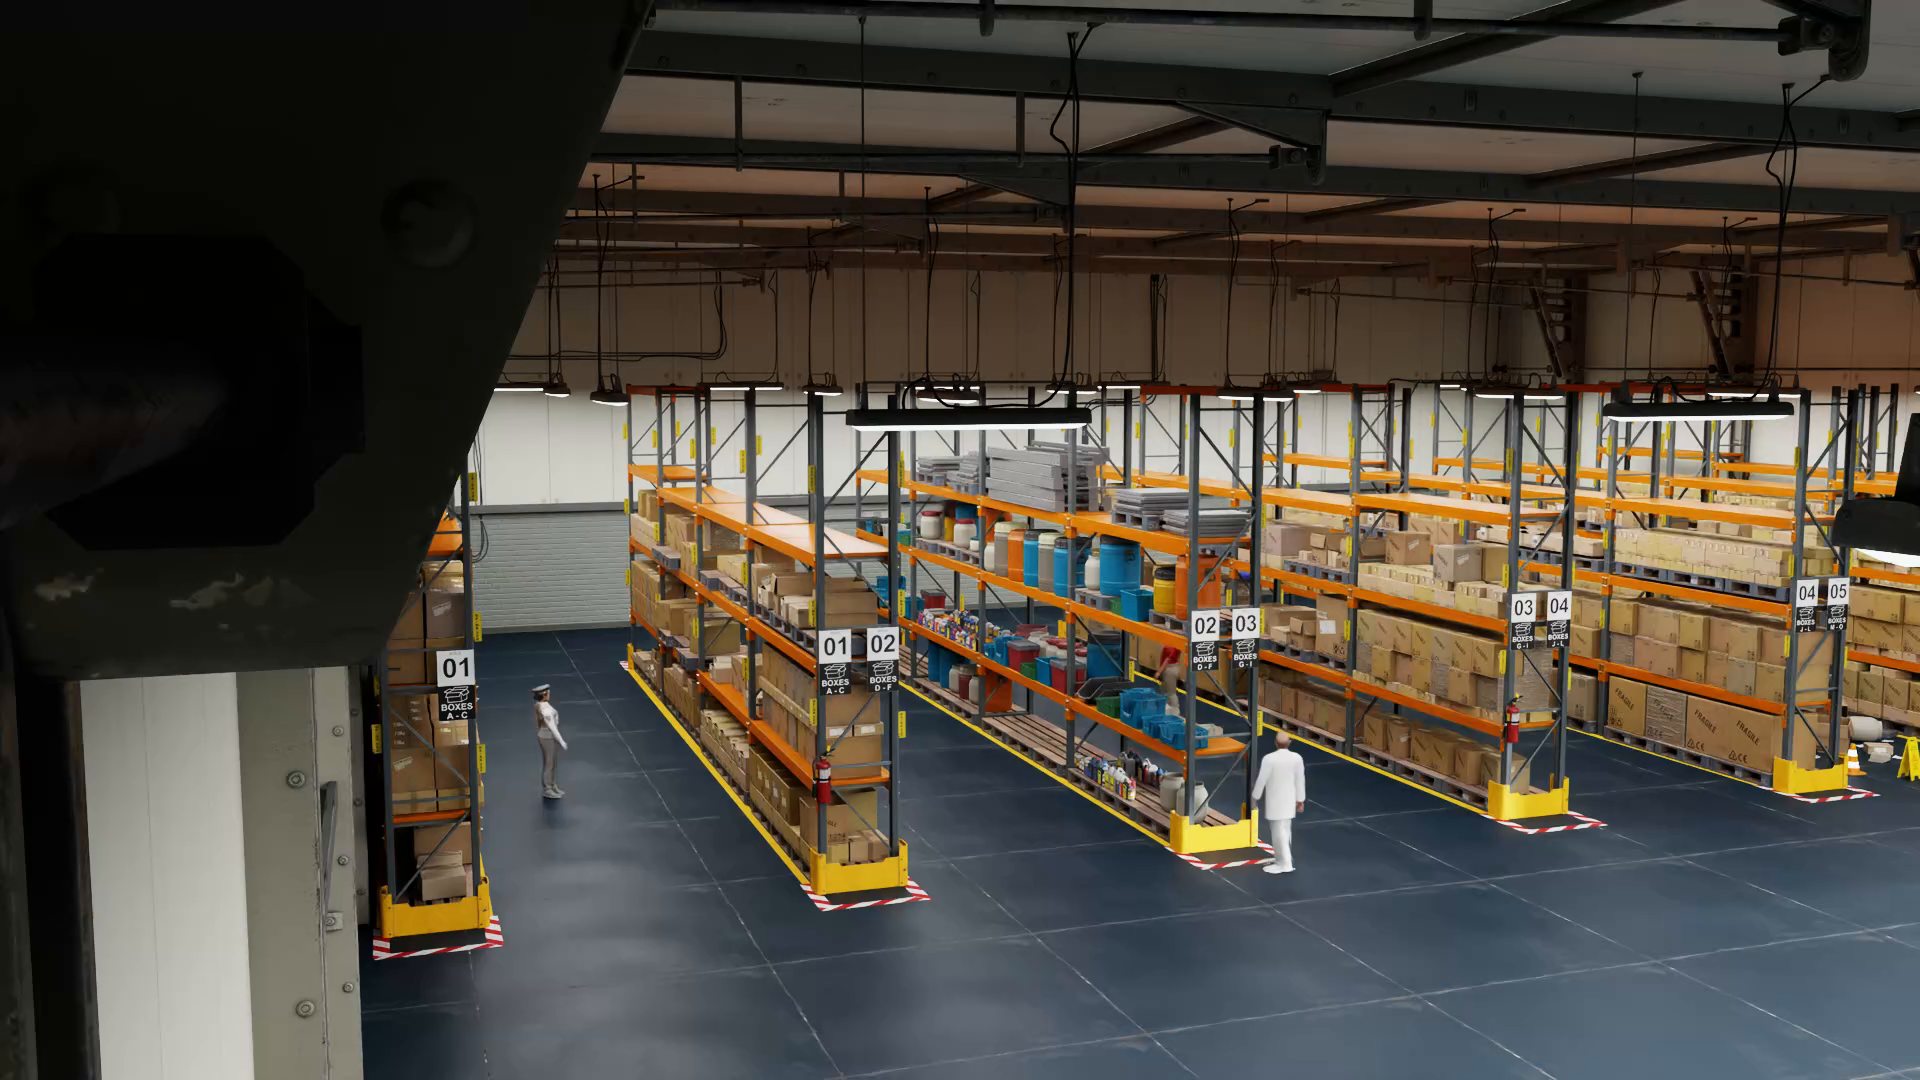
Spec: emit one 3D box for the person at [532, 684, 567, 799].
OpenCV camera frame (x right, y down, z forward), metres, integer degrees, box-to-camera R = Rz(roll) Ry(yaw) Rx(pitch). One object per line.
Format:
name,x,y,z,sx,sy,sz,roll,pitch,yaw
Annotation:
person,-6.046,2.977,24.591,0.510,1.711,0.557,-1,6,-6

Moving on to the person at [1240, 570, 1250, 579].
person,7.176,1.221,41.593,0.517,1.614,0.737,5,8,41

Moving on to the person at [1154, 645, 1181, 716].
person,3.761,2.430,29.827,0.483,1.796,0.560,3,7,26

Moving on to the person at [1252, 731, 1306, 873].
person,4.018,3.282,20.984,0.608,1.788,0.521,-3,7,-28
